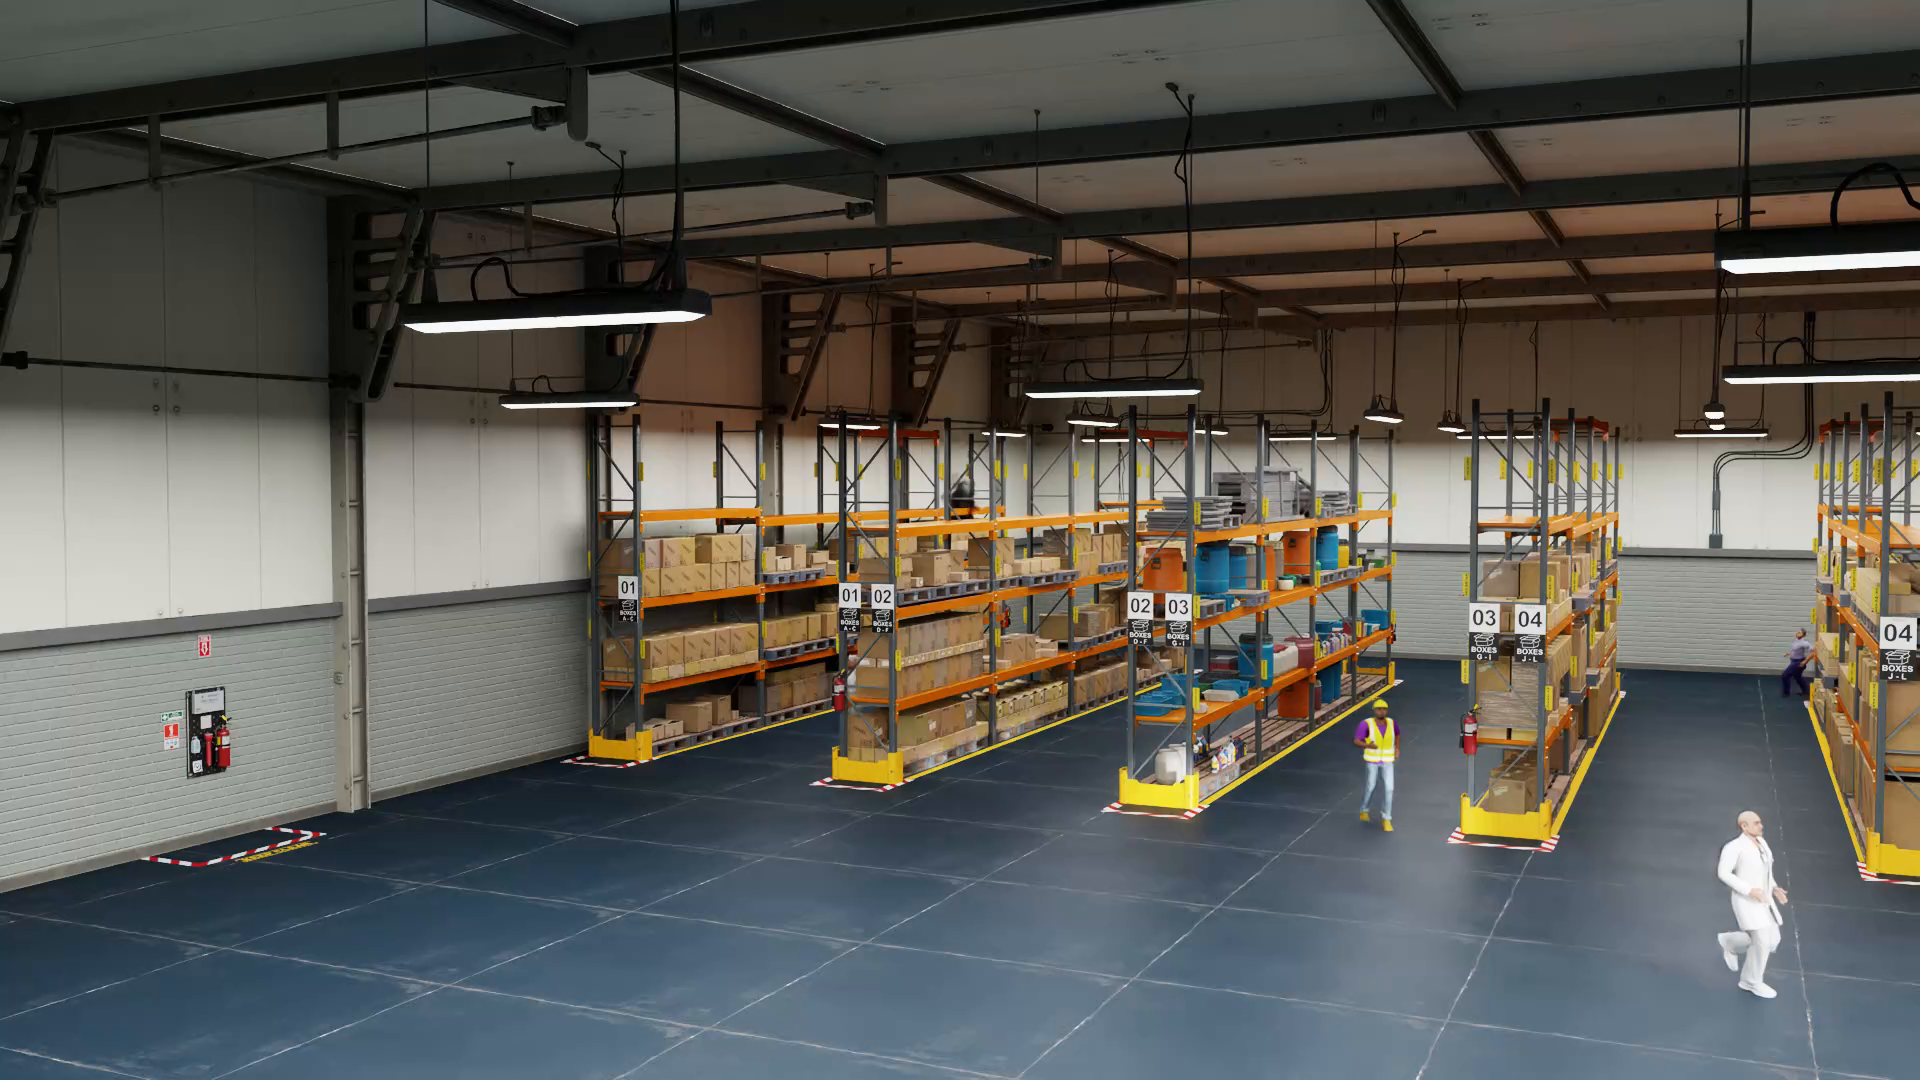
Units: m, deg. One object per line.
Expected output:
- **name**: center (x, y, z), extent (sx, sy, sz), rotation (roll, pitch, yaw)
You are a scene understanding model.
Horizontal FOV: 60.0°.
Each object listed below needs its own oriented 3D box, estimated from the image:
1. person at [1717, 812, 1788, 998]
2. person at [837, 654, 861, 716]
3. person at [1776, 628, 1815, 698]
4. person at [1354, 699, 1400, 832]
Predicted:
- **person**: center (7.579, 3.482, 16.045), extent (0.712, 1.739, 0.652), rotation (-2, 3, -33)
- **person**: center (-1.960, 2.914, 30.136), extent (0.589, 1.694, 0.883), rotation (1, 3, 22)
- **person**: center (18.433, 2.727, 36.682), extent (0.747, 1.616, 0.758), rotation (1, 3, 27)
- **person**: center (5.892, 3.153, 23.406), extent (0.692, 1.830, 0.729), rotation (0, 2, 1)
